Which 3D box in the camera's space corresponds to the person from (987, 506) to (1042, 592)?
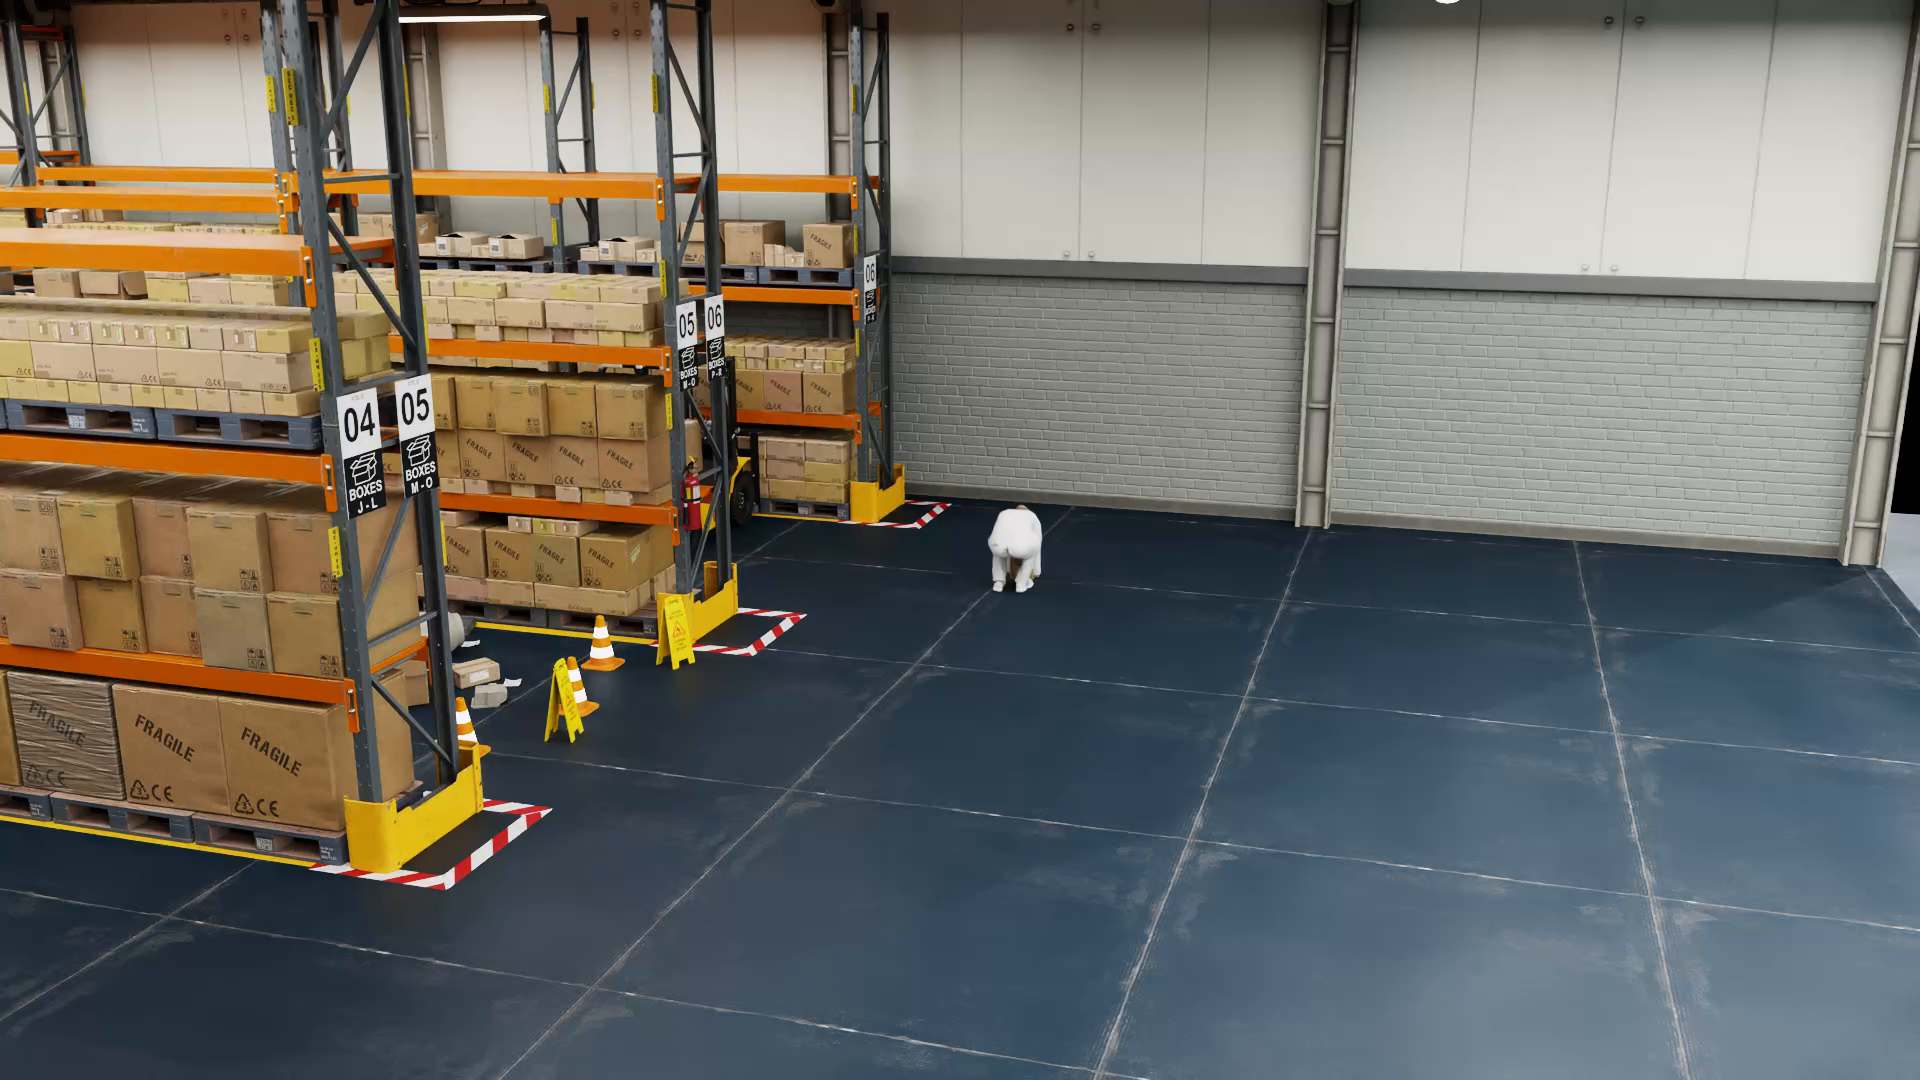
[{"bbox_3d":[0.592,0.100,17.607,0.577,0.824,0.947,4,15,15],"label":"person"}]
